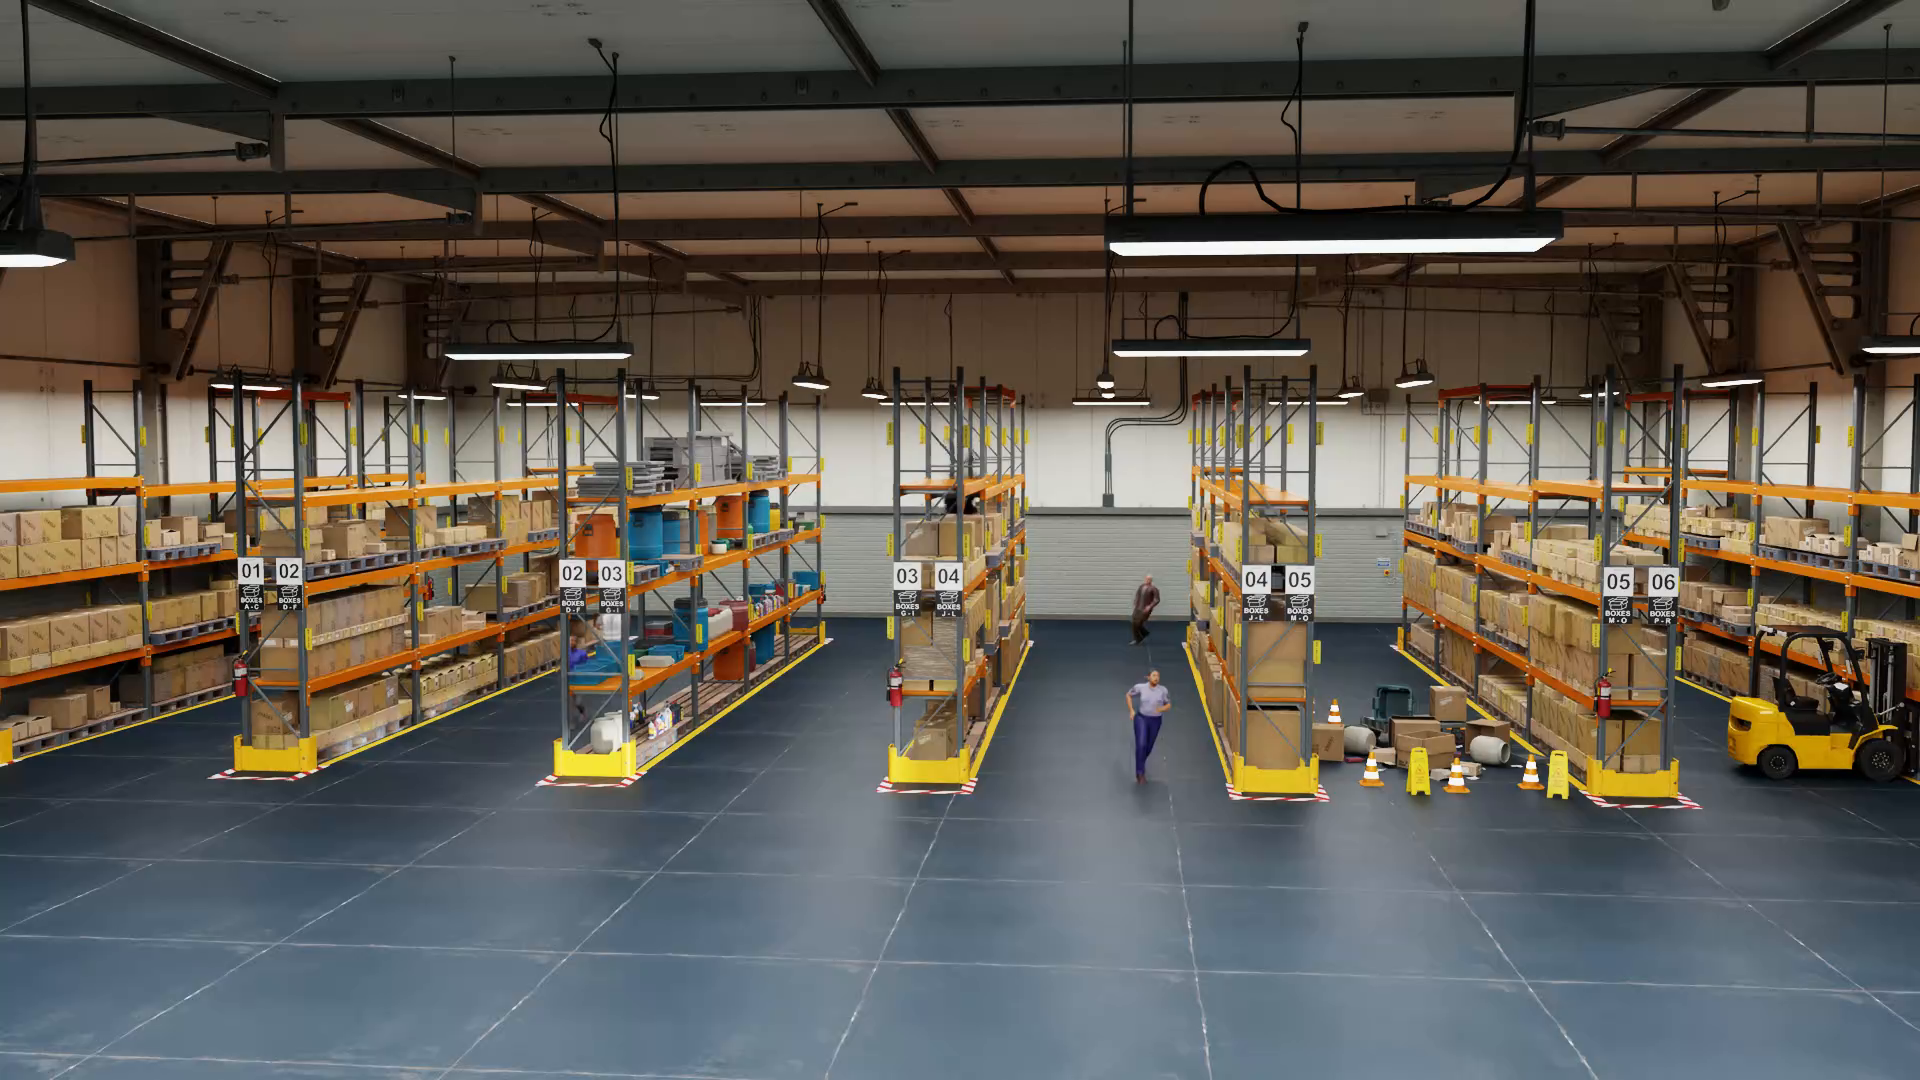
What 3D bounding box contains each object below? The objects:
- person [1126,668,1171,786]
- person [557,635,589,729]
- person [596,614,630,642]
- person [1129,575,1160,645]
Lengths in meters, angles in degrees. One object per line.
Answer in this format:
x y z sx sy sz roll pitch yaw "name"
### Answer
2.763 2.699 24.247 0.620 1.680 0.833 -1 4 -11 "person"
-6.633 2.471 28.505 0.573 1.515 0.563 0 4 0 "person"
-7.000 2.012 33.508 0.634 1.800 0.940 0 4 -3 "person"
4.453 1.678 39.937 0.750 1.711 0.585 3 5 44 "person"
